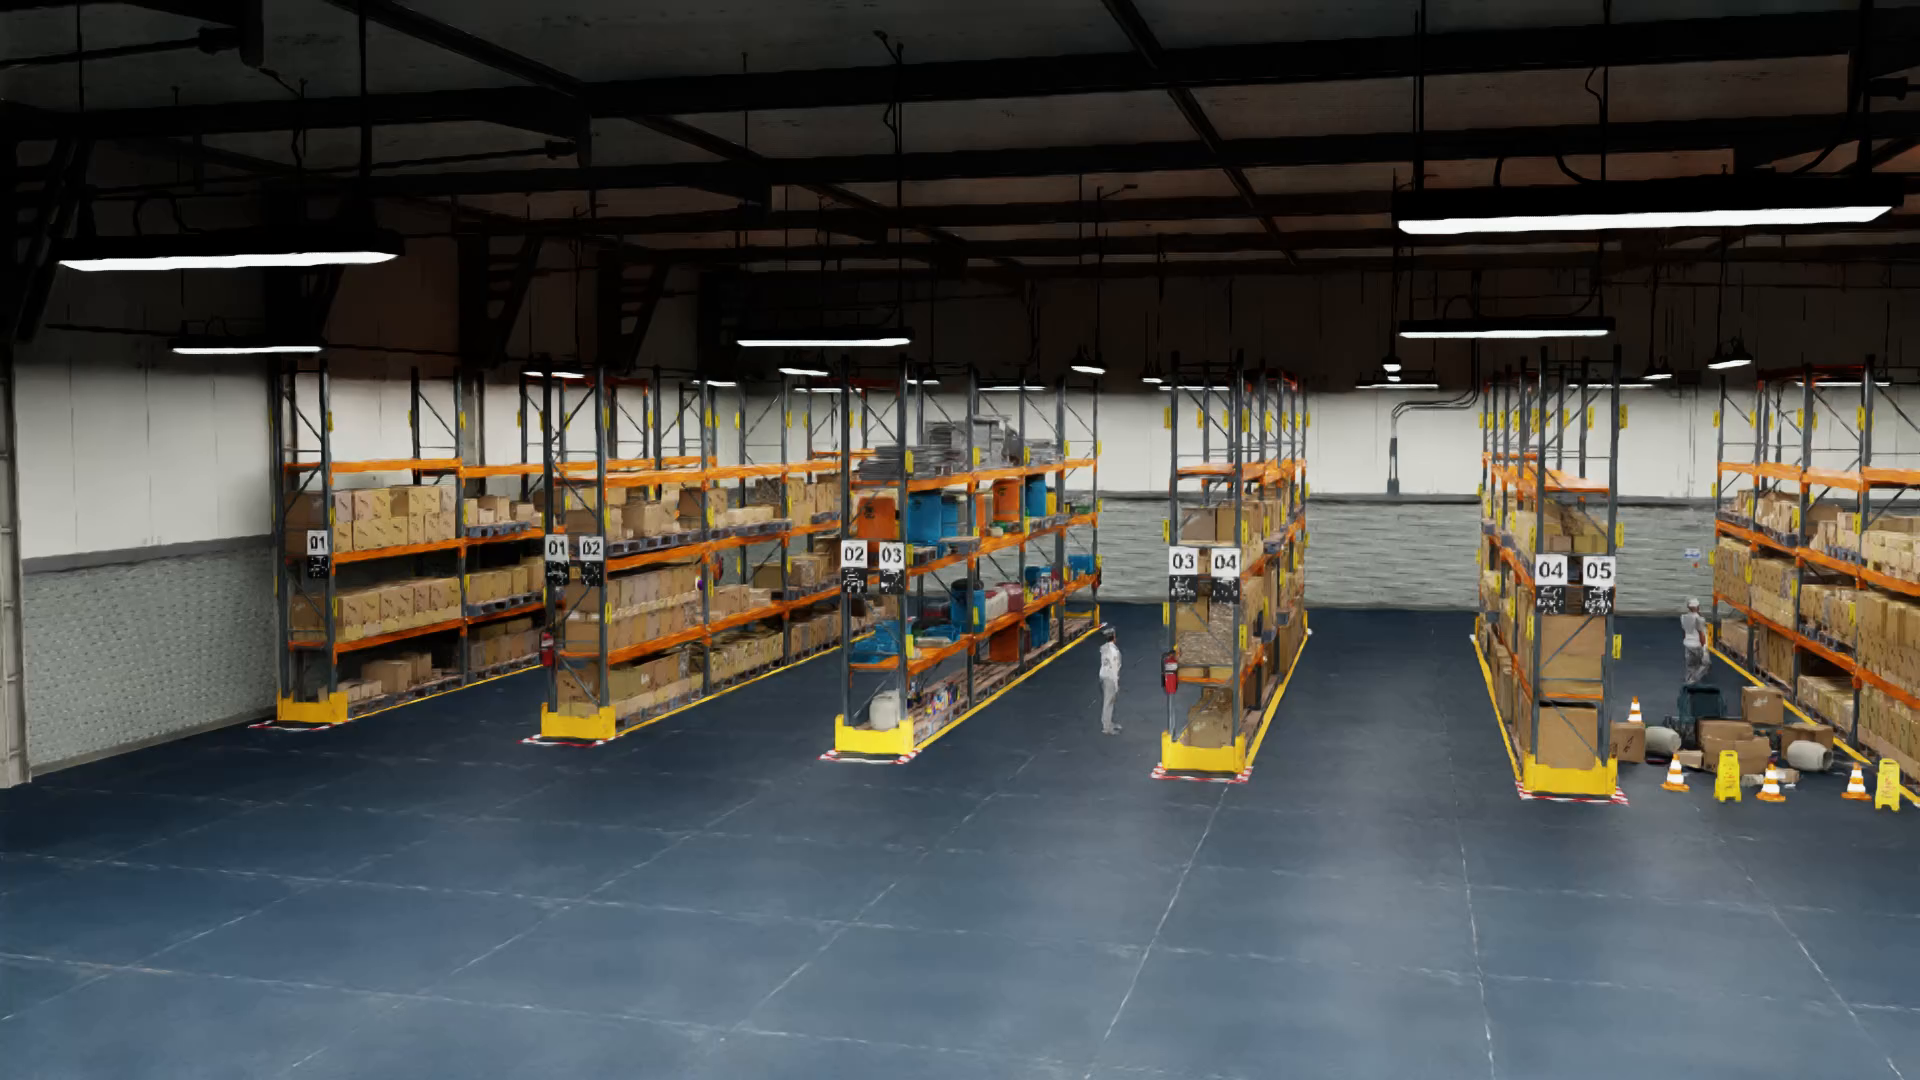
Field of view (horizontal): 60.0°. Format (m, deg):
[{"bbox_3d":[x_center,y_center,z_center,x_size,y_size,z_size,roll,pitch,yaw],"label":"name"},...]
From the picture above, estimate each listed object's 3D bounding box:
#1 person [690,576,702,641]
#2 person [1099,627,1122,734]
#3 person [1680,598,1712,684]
[{"bbox_3d":[-6.126,1.418,37.956,0.577,1.691,1.121,1,4,17],"label":"person"},{"bbox_3d":[2.438,2.238,26.646,0.416,1.677,0.537,-1,4,-17],"label":"person"},{"bbox_3d":[13.333,1.938,30.203,0.446,1.780,0.596,-1,4,-14],"label":"person"}]
